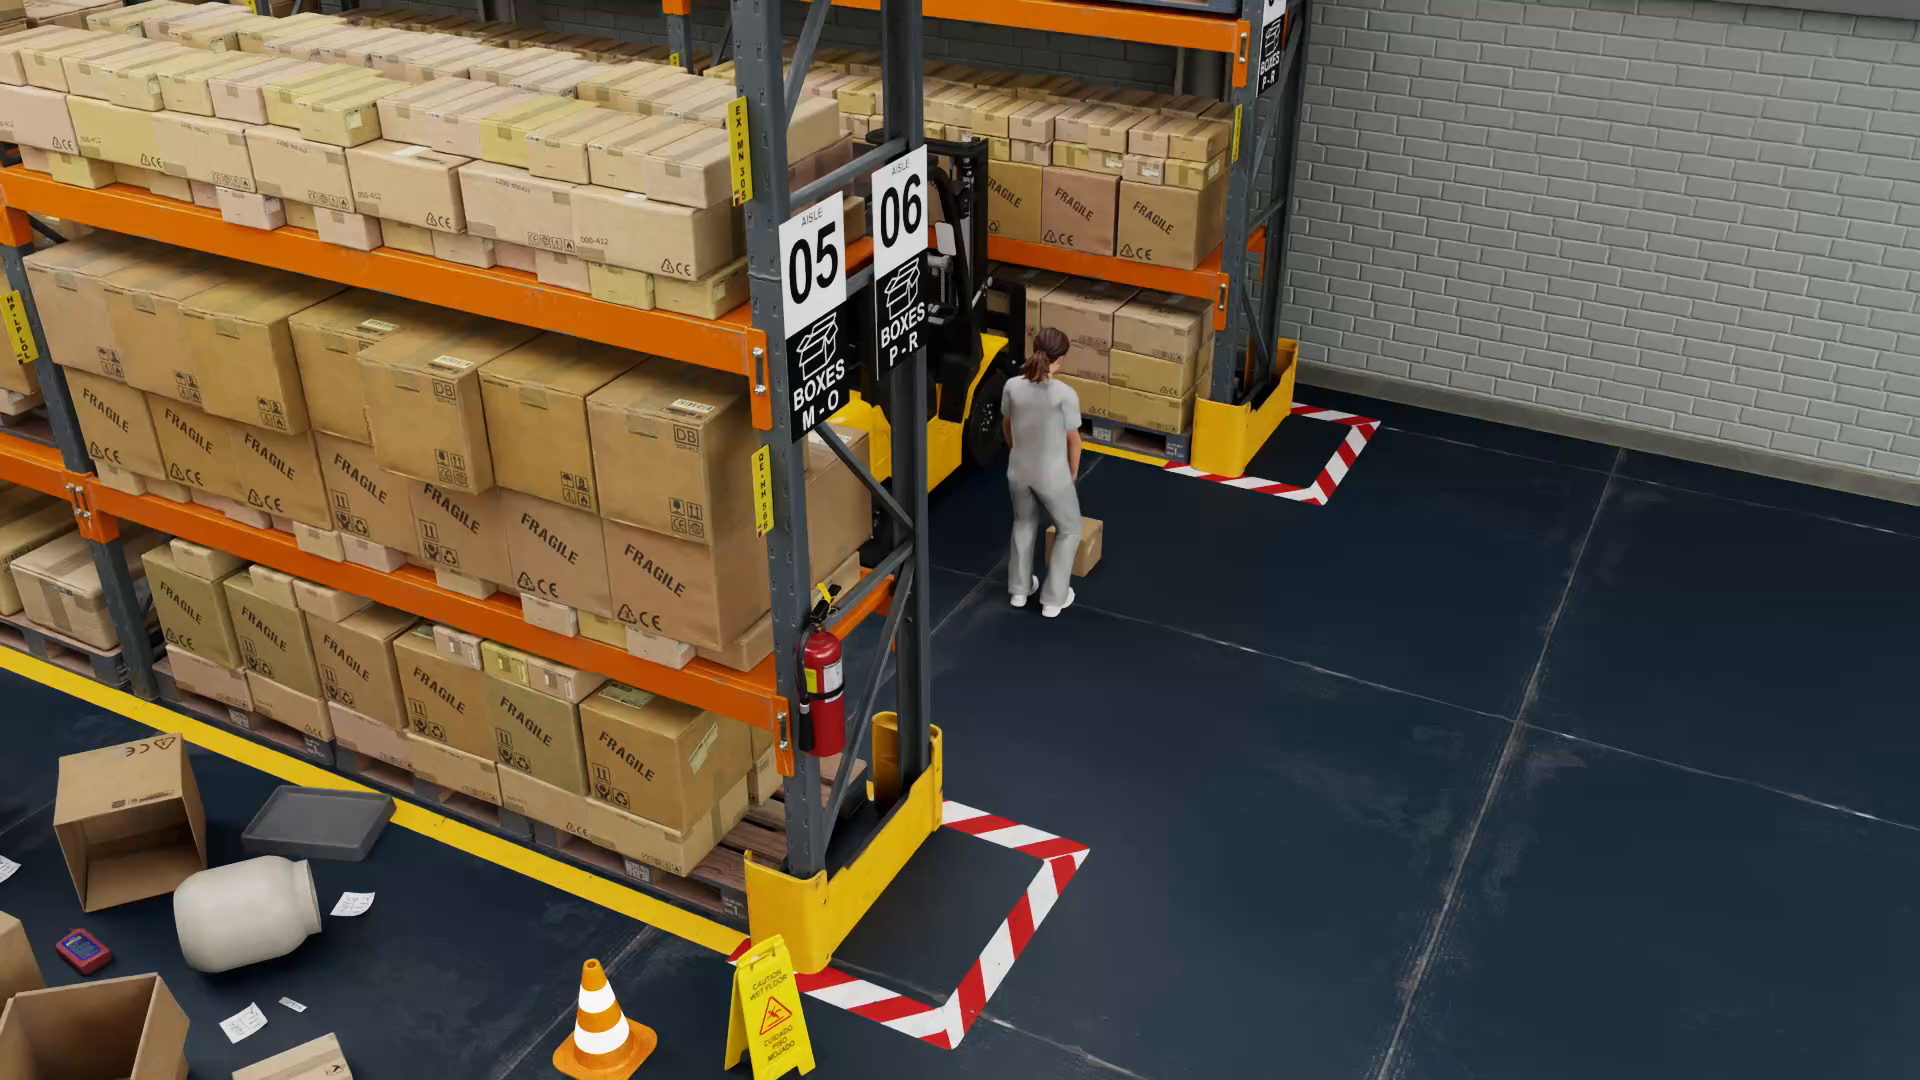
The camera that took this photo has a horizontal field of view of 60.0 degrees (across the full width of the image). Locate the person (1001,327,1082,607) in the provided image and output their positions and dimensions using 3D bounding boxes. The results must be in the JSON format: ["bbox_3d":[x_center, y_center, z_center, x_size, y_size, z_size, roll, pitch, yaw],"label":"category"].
[{"bbox_3d":[0.432,-0.385,8.962,0.464,1.559,0.406,15,34,24],"label":"person"}]
